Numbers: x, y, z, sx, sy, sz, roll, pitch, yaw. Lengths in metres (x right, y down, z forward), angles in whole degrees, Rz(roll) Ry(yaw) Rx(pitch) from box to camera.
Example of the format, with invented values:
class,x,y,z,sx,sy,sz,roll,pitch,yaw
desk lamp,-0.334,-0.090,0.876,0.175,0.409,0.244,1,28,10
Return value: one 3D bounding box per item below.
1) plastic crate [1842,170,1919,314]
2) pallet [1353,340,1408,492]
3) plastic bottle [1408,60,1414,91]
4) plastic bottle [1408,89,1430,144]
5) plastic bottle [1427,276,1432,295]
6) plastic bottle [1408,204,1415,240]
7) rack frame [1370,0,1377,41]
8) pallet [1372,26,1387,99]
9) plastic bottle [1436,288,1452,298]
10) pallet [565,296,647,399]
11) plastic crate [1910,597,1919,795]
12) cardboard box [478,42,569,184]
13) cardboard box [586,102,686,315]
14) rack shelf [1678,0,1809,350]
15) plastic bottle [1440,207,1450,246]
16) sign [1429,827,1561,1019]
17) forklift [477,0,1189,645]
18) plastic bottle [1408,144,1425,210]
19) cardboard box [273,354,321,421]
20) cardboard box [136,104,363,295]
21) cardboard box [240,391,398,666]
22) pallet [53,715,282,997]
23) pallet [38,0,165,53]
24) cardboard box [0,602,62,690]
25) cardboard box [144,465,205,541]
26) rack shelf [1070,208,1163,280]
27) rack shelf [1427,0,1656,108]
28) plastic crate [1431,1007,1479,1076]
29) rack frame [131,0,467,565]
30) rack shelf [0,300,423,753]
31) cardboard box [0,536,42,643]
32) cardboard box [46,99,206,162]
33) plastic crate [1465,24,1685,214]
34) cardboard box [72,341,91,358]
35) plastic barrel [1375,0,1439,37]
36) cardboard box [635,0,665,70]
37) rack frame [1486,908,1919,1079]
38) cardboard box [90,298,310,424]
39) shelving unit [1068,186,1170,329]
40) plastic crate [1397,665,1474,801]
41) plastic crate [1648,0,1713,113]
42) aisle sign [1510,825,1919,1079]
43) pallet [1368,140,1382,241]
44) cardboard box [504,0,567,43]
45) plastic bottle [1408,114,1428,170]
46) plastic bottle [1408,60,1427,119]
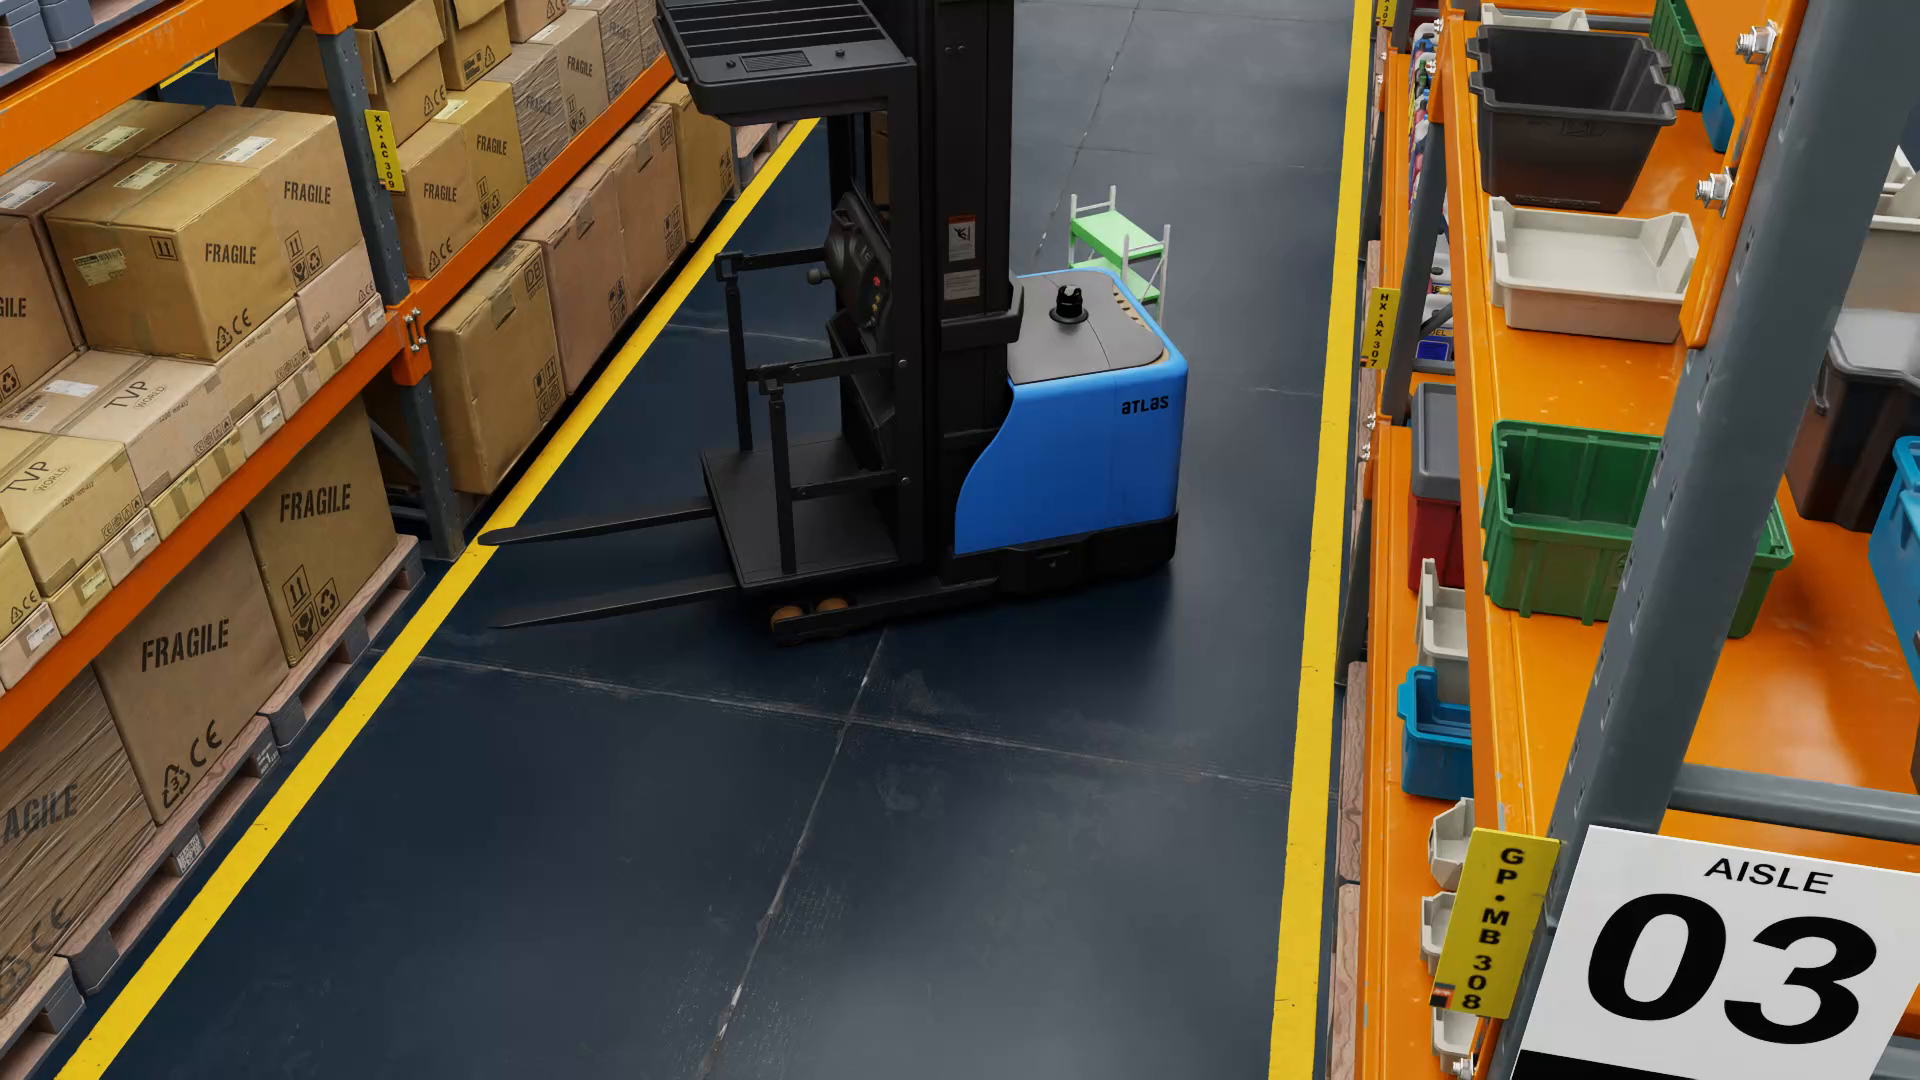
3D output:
class,x,y,z,sx,sy,sz,roll,pitch,yaw
plastic crate,1.975,-0.686,3.685,0.437,0.282,0.530,7,37,10
pallet,2.519,-0.590,8.385,1.003,0.211,1.213,7,37,10
plastic bottle,2.429,-2.467,8.767,0.097,0.201,0.097,0,36,0
plastic bottle,2.273,-2.077,8.170,0.097,0.271,0.097,0,36,0
plastic bottle,1.828,-0.938,6.588,0.061,0.283,0.133,7,37,10
plastic bottle,2.036,-1.412,7.312,0.097,0.201,0.097,0,36,0
rack frame,3.764,-5.167,12.323,1.000,3.000,0.127,7,37,10
pallet,3.634,-3.583,12.514,1.003,0.211,1.213,7,37,10
plastic bottle,1.909,-0.906,6.613,0.097,0.201,0.097,0,36,0
pallet,-2.434,-1.226,9.261,1.003,0.211,1.213,7,37,10
plastic crate,1.555,0.365,2.246,0.497,0.269,0.590,7,37,10
cardboard box,-2.228,-2.050,7.937,0.500,0.500,0.500,7,36,9
cardboard box,-2.295,-1.901,9.270,1.225,0.875,0.875,7,37,10
rack shelf,1.628,-1.410,2.981,1.077,0.370,4.000,7,37,10
plastic bottle,1.971,-1.235,6.940,0.144,0.351,0.185,7,37,10
sign,0.660,0.481,2.064,0.100,0.325,0.005,7,37,10
forklift,-0.599,-1.084,6.748,3.031,2.935,1.130,-10,37,-13
plastic bottle,2.092,-1.647,7.566,0.061,0.283,0.133,7,37,10
cardboard box,-2.639,-0.589,6.221,0.380,0.149,0.250,7,36,9
cardboard box,-2.621,-1.268,6.179,0.500,0.500,0.500,8,37,11
cardboard box,-3.003,-0.143,6.844,0.875,0.875,0.875,7,37,10
pallet,-3.281,1.055,6.114,1.003,0.211,1.213,7,37,10
pallet,-2.969,-1.912,5.352,1.003,0.211,1.213,7,37,10
cardboard box,-2.968,0.294,5.003,0.380,0.149,0.250,7,37,9
cardboard box,-2.803,-0.147,5.611,0.380,0.149,0.250,7,36,9
rack shelf,0.755,-1.410,7.964,0.258,0.148,0.480,-16,39,-21
rack shelf,2.482,-2.651,6.908,1.077,0.370,4.000,7,37,10
plastic crate,1.274,1.140,3.794,0.396,0.136,0.243,7,37,10
rack frame,-2.784,-1.202,6.852,1.000,3.000,0.127,7,37,10
rack shelf,-3.211,0.236,5.481,1.077,0.370,4.000,7,37,10
cardboard box,-3.057,0.204,4.787,0.500,0.250,0.500,6,36,8
cardboard box,-3.136,-1.322,6.254,0.500,0.500,0.500,7,37,10
plastic crate,1.522,-1.065,4.218,0.497,0.269,0.590,7,37,10
cardboard box,-3.251,-0.740,6.090,0.500,0.250,0.500,7,37,10
plastic barrel,2.712,-3.233,9.539,0.600,0.536,0.708,7,37,10
cardboard box,-1.905,-2.936,9.160,0.500,0.500,0.500,7,37,10
rack frame,1.200,1.713,2.831,1.000,3.000,0.127,7,37,10
cardboard box,-2.730,-0.678,6.004,0.500,0.250,0.500,8,37,11
shelving unit,0.755,-1.073,8.208,0.258,1.200,0.503,-16,39,-21
plastic crate,1.389,0.546,4.531,0.416,0.233,0.300,7,37,10
plastic crate,2.260,-1.429,4.790,0.450,0.188,0.662,7,37,10
aisle sign,0.899,0.664,2.062,0.394,0.787,0.004,7,37,10
pallet,3.113,-2.184,10.584,1.003,0.211,1.213,7,37,10
cardboard box,-2.380,-2.766,8.070,0.797,0.503,0.637,8,37,11
plastic bottle,2.203,-1.889,7.910,0.097,0.271,0.097,0,36,0
plastic bottle,2.329,-2.283,8.443,0.061,0.283,0.133,7,37,10
